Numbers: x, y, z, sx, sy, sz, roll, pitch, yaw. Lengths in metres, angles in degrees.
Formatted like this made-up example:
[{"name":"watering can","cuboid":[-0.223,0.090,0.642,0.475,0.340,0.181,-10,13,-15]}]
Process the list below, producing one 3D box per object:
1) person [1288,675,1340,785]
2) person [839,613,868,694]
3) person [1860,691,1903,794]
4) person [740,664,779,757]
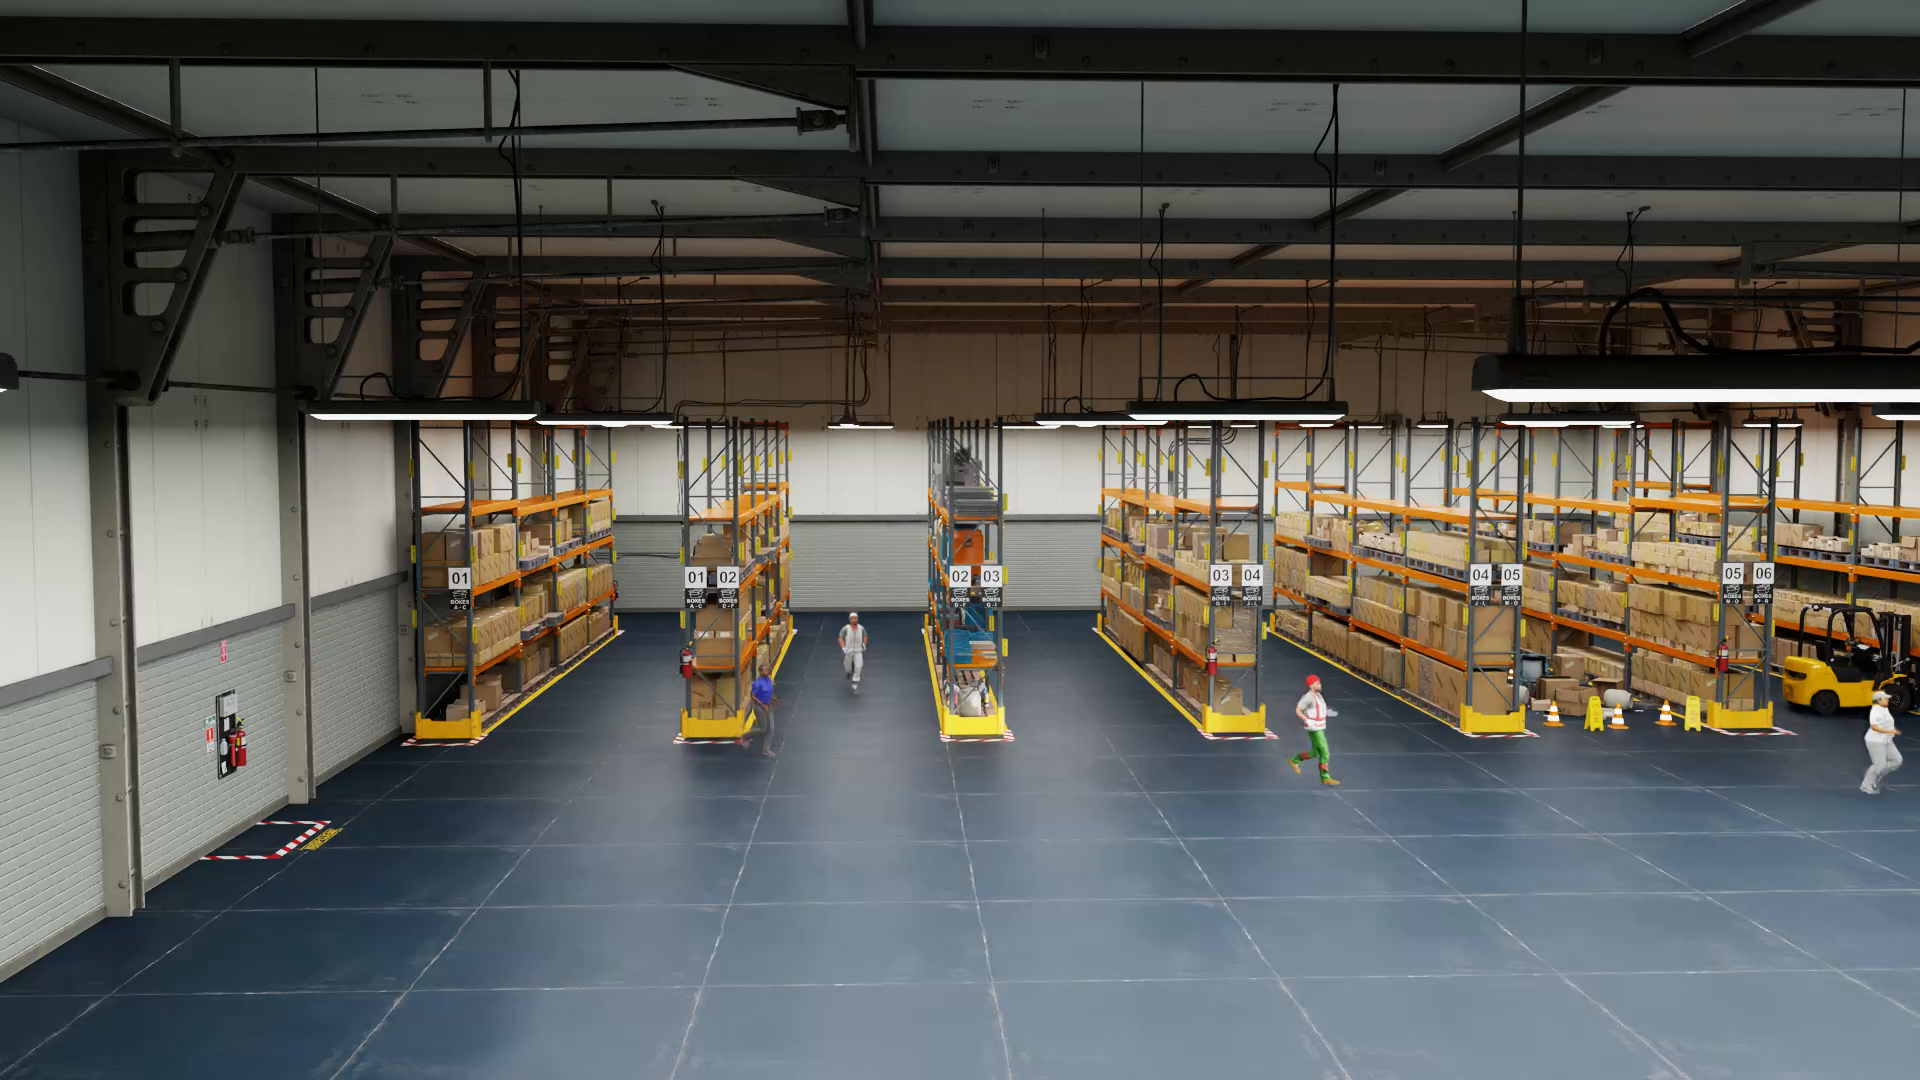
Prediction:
[{"name":"person","cuboid":[5.748,3.073,27.031,0.914,1.765,0.670,2,4,31]},{"name":"person","cuboid":[-2.352,2.477,36.701,0.655,1.752,0.897,-1,4,-9]},{"name":"person","cuboid":[14.507,3.187,26.165,0.570,1.639,0.661,4,5,43]},{"name":"person","cuboid":[-3.523,3.004,29.456,0.658,1.638,0.581,2,4,28]}]
